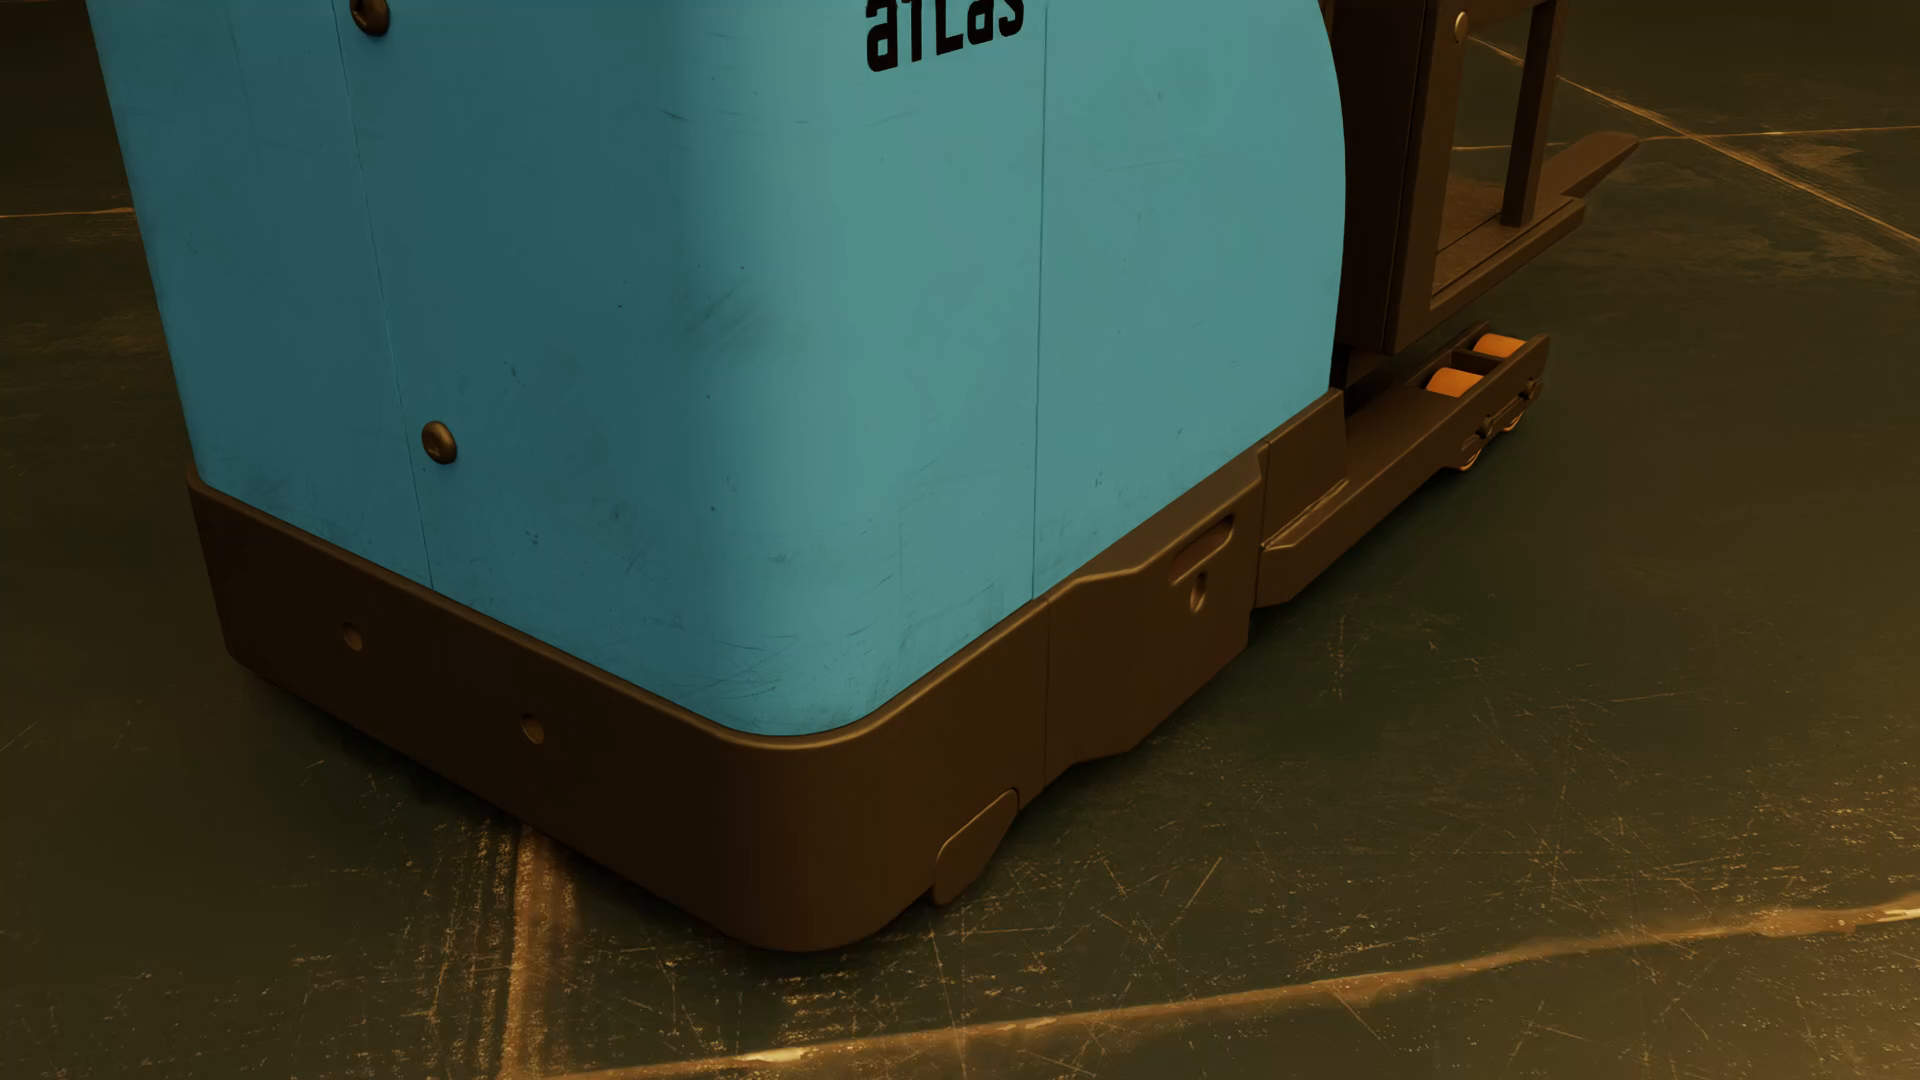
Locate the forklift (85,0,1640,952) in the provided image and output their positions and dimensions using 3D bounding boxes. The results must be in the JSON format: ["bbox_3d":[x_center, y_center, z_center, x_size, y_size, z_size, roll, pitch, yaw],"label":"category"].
[{"bbox_3d":[0.350,-1.530,2.256,1.130,2.935,3.031,19,33,32],"label":"forklift"}]
